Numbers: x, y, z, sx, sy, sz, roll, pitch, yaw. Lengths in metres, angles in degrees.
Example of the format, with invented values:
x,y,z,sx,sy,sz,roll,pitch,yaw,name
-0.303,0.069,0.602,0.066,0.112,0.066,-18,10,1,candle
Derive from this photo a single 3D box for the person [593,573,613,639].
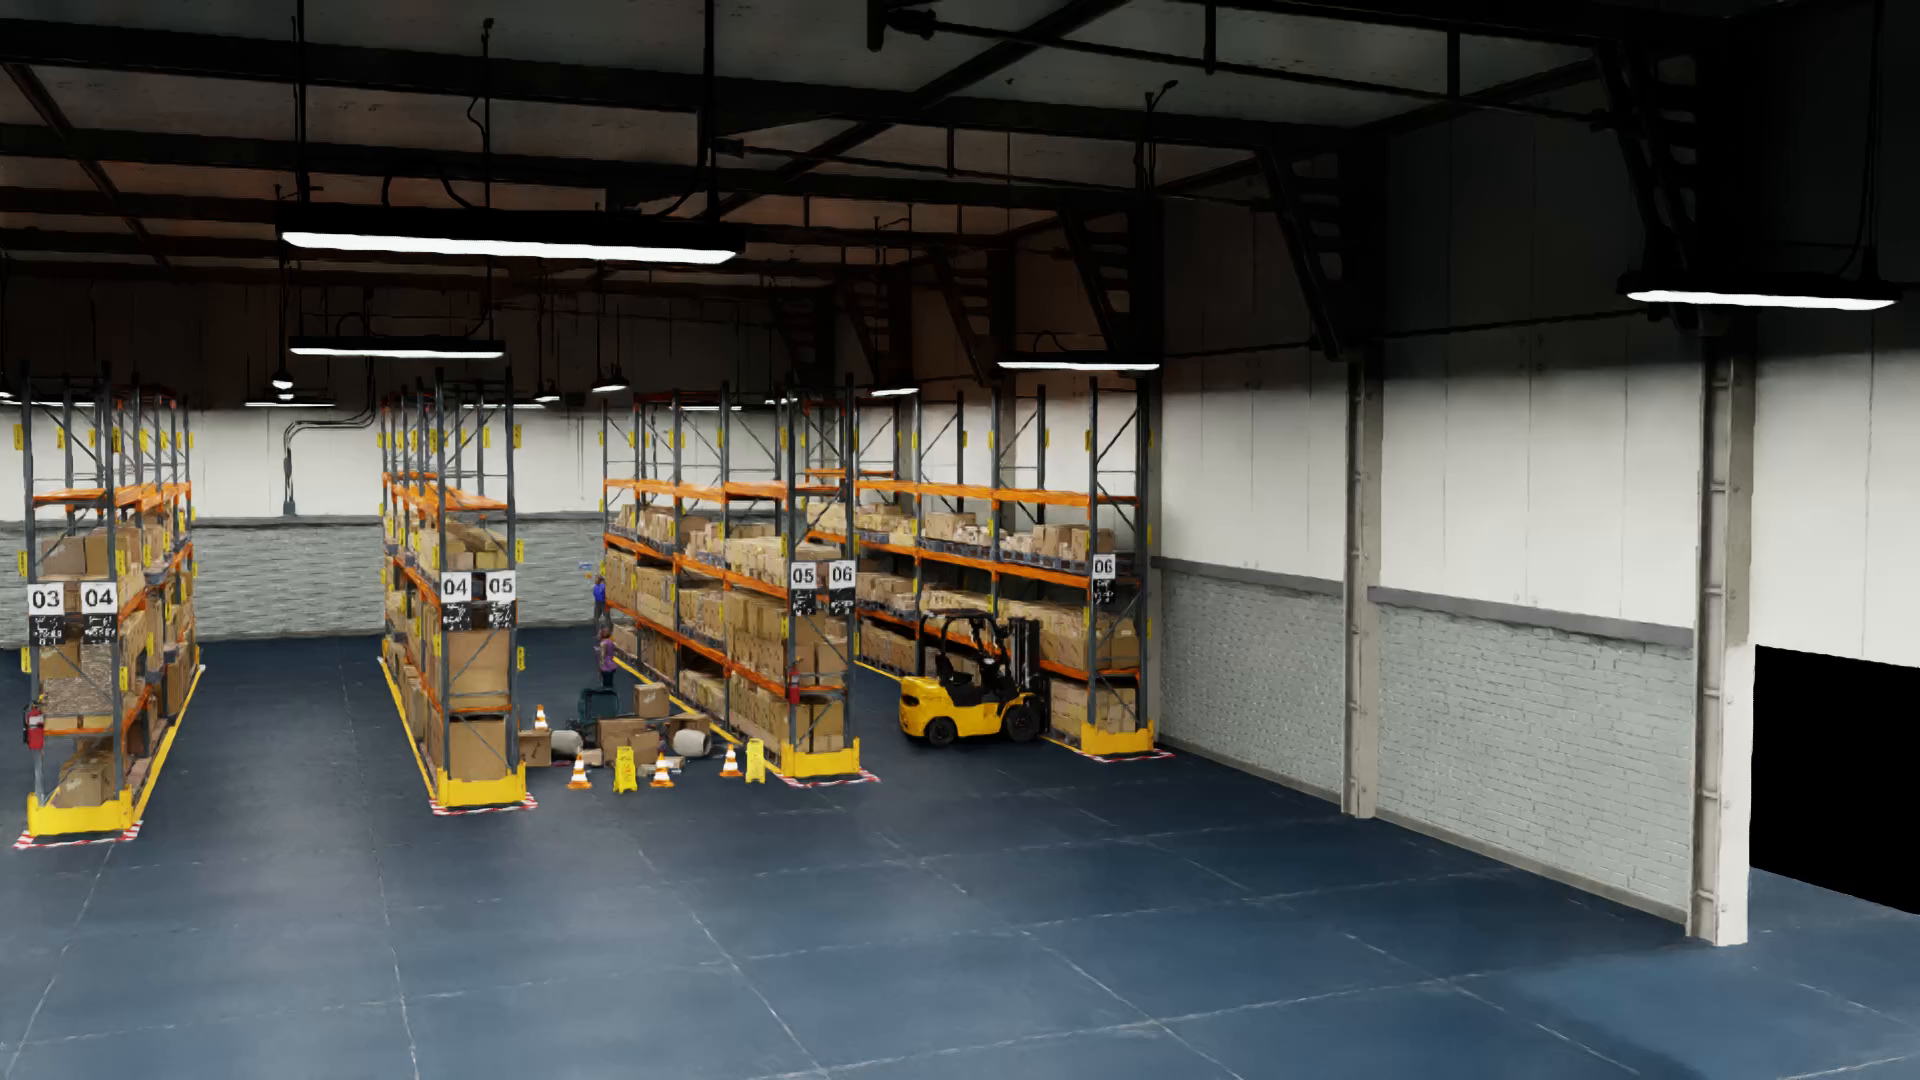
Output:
x,y,z,sx,sy,sz,roll,pitch,yaw,name
-9.028,1.657,42.062,0.499,1.645,0.572,2,4,26,person

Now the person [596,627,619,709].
x,y,z,sx,sy,sz,roll,pitch,yaw,name
-6.451,2.371,30.276,0.527,1.592,0.522,1,3,9,person
